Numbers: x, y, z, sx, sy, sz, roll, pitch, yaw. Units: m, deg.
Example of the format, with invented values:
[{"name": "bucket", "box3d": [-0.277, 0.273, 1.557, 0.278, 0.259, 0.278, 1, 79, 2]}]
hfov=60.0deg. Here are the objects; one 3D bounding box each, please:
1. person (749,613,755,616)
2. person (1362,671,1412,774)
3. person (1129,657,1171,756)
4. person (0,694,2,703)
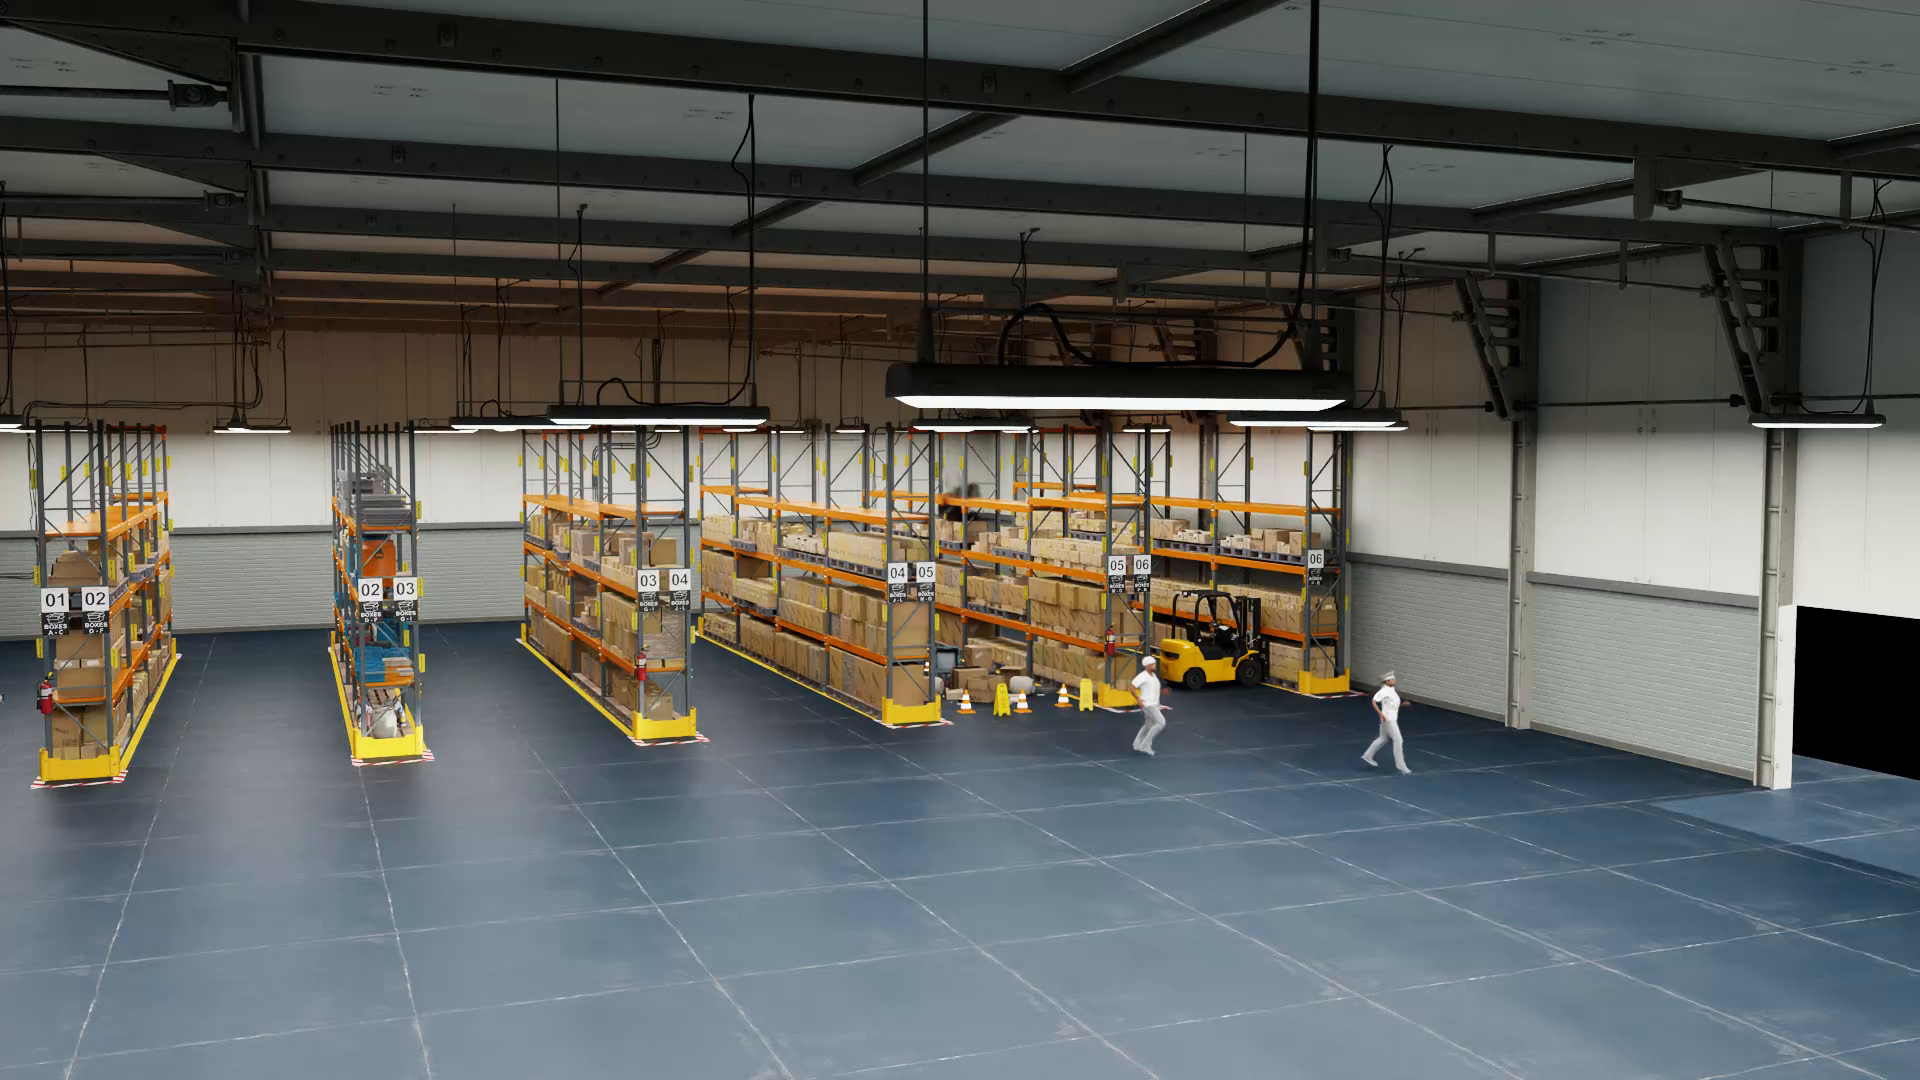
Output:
[{"name": "person", "box3d": [-6.042, 1.798, 49.046, 0.767, 1.724, 0.712, 2, 4, 34]}, {"name": "person", "box3d": [7.291, 3.089, 28.352, 0.869, 1.727, 0.563, 1, 4, 22]}, {"name": "person", "box3d": [3.433, 2.977, 29.864, 0.697, 1.763, 0.676, 1, 4, 22]}, {"name": "person", "box3d": [-17.117, 3.077, 29.198, 0.534, 1.583, 0.885, -2, 4, -32]}]
